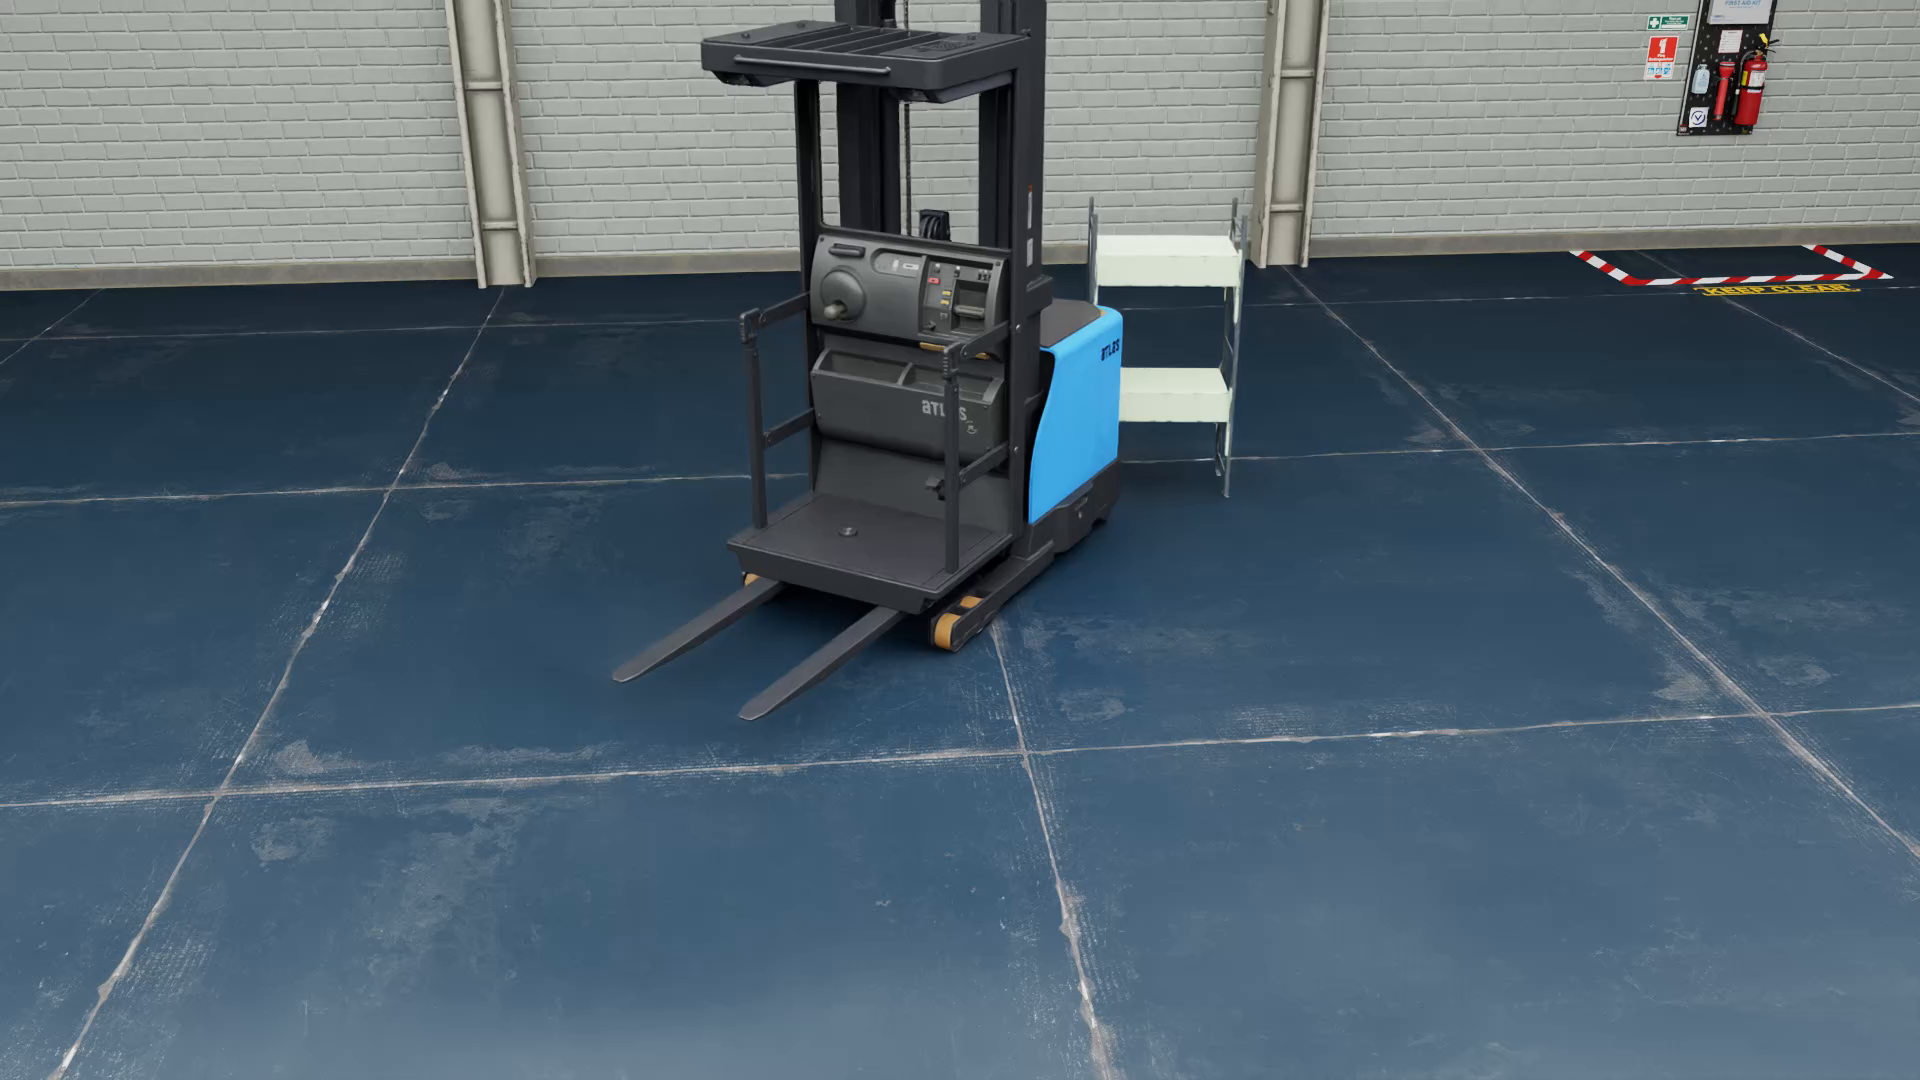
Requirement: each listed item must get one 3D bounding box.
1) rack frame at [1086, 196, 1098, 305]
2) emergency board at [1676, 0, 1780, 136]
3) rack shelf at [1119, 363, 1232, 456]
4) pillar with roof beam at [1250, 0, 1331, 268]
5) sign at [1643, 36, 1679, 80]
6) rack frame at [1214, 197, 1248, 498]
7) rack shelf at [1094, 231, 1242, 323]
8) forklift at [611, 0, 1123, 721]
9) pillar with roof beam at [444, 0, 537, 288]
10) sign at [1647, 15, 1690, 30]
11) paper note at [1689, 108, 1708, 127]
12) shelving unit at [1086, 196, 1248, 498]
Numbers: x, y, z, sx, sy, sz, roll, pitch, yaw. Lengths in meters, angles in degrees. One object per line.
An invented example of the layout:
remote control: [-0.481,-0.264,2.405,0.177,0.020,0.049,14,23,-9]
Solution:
rack frame: [0.670,-0.992,8.636,0.023,1.500,0.400,0,24,1]
emergency board: [6.037,-3.731,12.952,0.643,1.169,0.194,-2,24,-5]
rack shelf: [1.036,-0.692,8.763,0.720,0.370,0.431,0,24,1]
pillar with roof beam: [2.952,-4.576,7.467,0.400,9.000,9.100,-2,24,-5]
sign: [5.476,-3.767,12.988,0.234,0.329,0.001,-2,24,-5]
rack frame: [1.402,-0.987,8.624,0.023,1.500,0.400,0,24,1]
rack shelf: [1.036,-1.346,8.472,0.720,0.370,0.431,0,24,1]
forklift: [-0.339,-1.068,7.044,1.130,2.935,3.031,13,27,26]
pillar with roof beam: [-3.019,-4.337,6.928,0.400,9.000,9.100,-2,24,-5]
sign: [5.482,-4.006,12.873,0.331,0.109,0.001,-2,24,-5]
paper note: [5.854,-3.350,13.177,0.142,0.148,0.016,-2,24,-5]
shelving unit: [1.036,-0.990,8.630,0.755,1.500,0.431,0,24,1]
